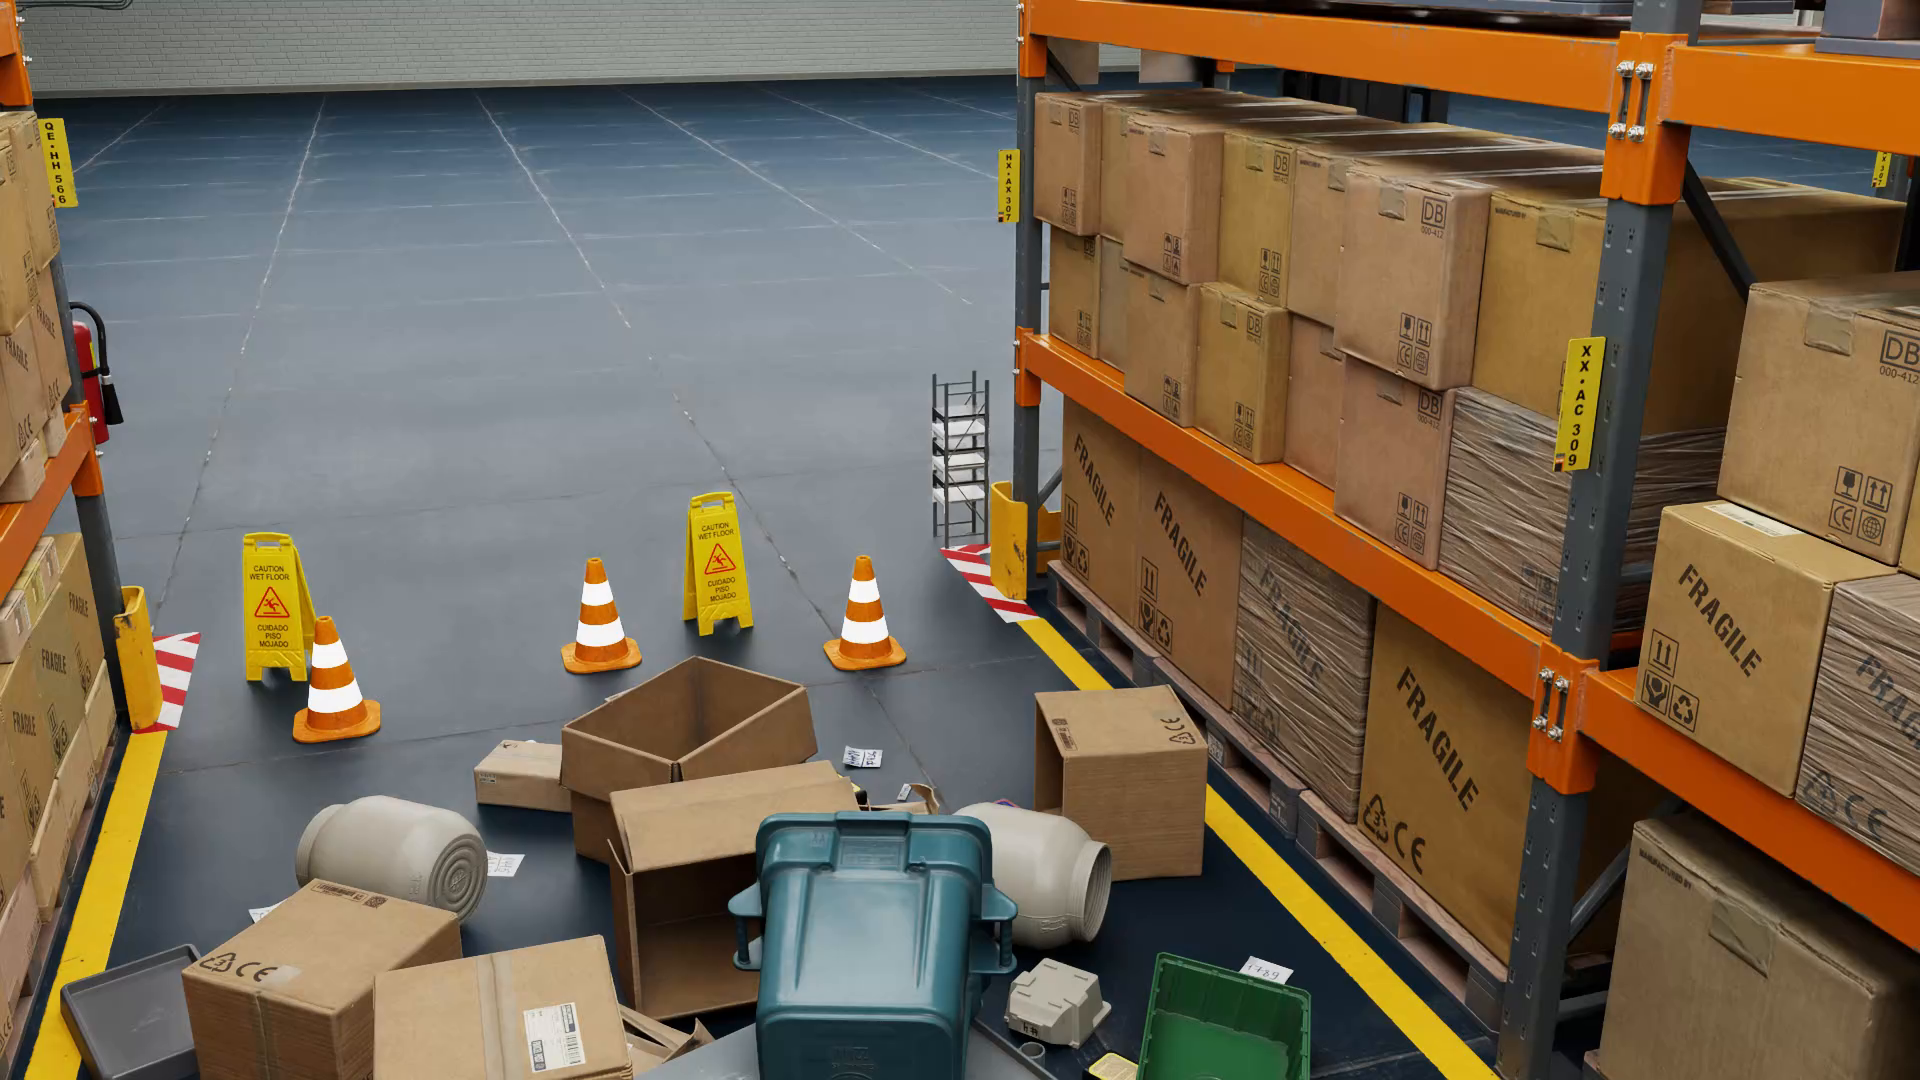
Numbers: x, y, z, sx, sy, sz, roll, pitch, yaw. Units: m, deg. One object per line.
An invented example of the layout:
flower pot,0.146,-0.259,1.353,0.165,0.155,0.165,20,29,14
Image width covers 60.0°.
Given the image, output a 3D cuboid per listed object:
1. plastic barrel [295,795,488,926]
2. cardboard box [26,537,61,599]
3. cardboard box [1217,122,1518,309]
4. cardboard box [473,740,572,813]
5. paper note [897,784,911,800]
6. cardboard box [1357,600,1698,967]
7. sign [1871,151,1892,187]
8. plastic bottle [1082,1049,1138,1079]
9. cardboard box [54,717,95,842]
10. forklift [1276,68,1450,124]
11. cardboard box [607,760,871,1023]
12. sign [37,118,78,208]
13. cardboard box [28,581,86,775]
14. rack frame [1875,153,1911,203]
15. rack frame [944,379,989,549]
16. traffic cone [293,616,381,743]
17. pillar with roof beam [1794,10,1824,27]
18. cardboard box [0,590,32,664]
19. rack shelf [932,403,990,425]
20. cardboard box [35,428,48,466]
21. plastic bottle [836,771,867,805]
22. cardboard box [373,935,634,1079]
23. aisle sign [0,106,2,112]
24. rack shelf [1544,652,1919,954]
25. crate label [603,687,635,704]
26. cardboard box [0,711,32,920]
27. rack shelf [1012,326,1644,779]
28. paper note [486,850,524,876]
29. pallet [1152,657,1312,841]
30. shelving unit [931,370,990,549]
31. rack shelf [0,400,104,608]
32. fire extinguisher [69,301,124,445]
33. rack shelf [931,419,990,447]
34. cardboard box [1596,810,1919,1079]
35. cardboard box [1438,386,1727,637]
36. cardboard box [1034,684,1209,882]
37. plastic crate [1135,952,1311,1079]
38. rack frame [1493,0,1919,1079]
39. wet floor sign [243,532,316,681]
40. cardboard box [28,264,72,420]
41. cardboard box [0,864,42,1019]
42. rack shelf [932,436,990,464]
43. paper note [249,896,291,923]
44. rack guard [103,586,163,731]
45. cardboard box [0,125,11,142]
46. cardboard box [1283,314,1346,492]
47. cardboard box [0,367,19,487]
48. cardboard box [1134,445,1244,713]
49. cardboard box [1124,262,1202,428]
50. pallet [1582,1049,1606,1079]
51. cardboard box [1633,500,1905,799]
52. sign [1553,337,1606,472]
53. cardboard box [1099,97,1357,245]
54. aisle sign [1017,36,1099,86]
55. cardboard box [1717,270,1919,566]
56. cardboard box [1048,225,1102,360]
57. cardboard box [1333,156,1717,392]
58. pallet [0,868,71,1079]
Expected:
plastic barrel,-1.830,1.051,5.363,0.512,0.421,0.421,8,21,20
cardboard box,-3.238,0.115,5.536,0.380,0.149,0.250,-6,21,-16
cardboard box,1.429,-1.160,5.890,0.875,0.550,0.500,-6,21,-17
cardboard box,-1.587,0.884,6.235,0.380,0.149,0.250,4,20,11
paper note,-0.208,0.948,6.261,0.032,0.001,0.123,4,20,11
cardboard box,1.877,0.655,5.177,0.875,0.875,0.875,-6,21,-16
sign,4.976,-2.066,8.950,0.100,0.325,0.005,-6,21,-17
plastic bottle,0.489,1.517,4.603,0.283,0.061,0.133,17,26,39
cardboard box,-3.251,0.831,5.612,0.500,0.250,0.500,-6,21,-17
forklift,2.546,-1.693,9.295,3.031,2.935,1.130,-5,20,-15
cardboard box,-0.659,1.042,5.071,0.797,0.637,0.503,-6,21,-17
sign,-3.383,-1.409,6.223,0.100,0.325,0.005,-6,21,-17
cardboard box,-3.250,0.477,5.489,0.500,0.500,0.500,-6,21,-15
rack frame,5.492,-1.716,9.257,1.000,3.000,0.127,-6,21,-17
rack frame,0.034,-0.388,8.666,0.240,0.900,0.006,-6,21,-17
traffic cone,-2.556,0.532,6.752,0.336,0.463,0.334,-6,21,-17
pillar with roof beam,10.895,-11.305,27.077,9.100,9.000,0.400,-6,21,-17
cardboard box,-3.081,0.281,5.075,0.380,0.149,0.250,-5,20,-15
rack shelf,0.002,-0.644,8.677,0.258,0.077,0.200,-6,21,-17
cardboard box,-3.350,-0.294,5.668,0.380,0.149,0.250,-7,21,-18
plastic bottle,-0.440,0.948,6.187,0.133,0.061,0.283,-15,25,-36
cardboard box,-0.979,1.242,3.600,0.500,0.500,0.500,-6,21,-17
aisle sign,-3.660,-1.937,6.027,0.394,0.787,0.004,-6,21,-17
rack shelf,2.637,1.042,2.641,1.077,0.370,4.000,-6,21,-17
crate label,-1.304,0.704,6.755,0.298,0.136,0.250,17,26,39
cardboard box,-2.929,0.809,4.564,0.500,0.500,0.500,-5,20,-14
rack shelf,1.380,-0.241,6.215,1.077,0.370,4.000,-6,21,-17
paper note,-1.605,1.120,5.770,0.148,0.019,0.142,1,20,2
pallet,1.457,0.730,6.572,1.003,0.211,1.213,-6,21,-17
shelving unit,0.002,-0.421,8.757,0.258,0.900,0.210,-6,21,-17
rack shelf,-3.288,0.317,4.660,1.077,0.370,4.000,-6,21,-17
fire extinguisher,-3.515,-0.712,6.577,0.296,0.674,0.183,-6,21,-17
rack shelf,0.002,-0.559,8.708,0.258,0.077,0.200,-6,21,-17
cardboard box,2.289,1.113,4.088,1.050,0.750,0.750,-6,21,-17
cardboard box,1.881,-0.126,4.607,0.875,0.550,0.550,-6,21,-17
cardboard box,0.546,0.848,5.812,0.500,0.500,0.500,-3,20,-8
plastic crate,0.710,1.442,4.540,0.450,0.188,0.662,13,22,7
rack frame,2.008,0.062,4.306,1.000,3.000,0.127,-6,21,-17
wet floor sign,-2.960,0.270,7.210,0.267,0.644,0.232,1,20,2
cardboard box,-3.484,-0.705,5.855,0.500,0.500,0.500,-7,21,-18
cardboard box,-2.936,1.159,4.699,0.500,0.250,0.500,-7,21,-18
rack shelf,0.002,-0.474,8.738,0.258,0.077,0.200,-6,21,-17
paper note,-2.239,1.227,5.456,0.142,0.019,0.148,-15,25,-36
rack guard,-3.892,0.538,6.680,1.175,0.500,0.348,-6,21,-17
cardboard box,-3.396,-1.017,5.243,0.700,0.500,0.500,-6,21,-17
cardboard box,1.629,-0.486,5.609,0.875,0.550,0.550,-6,21,-17
cardboard box,-3.177,-0.383,4.958,0.500,0.500,0.500,-6,21,-17
cardboard box,1.306,0.073,6.796,0.875,0.875,0.875,-7,21,-18
cardboard box,1.161,-0.811,6.514,0.875,0.550,0.550,-6,21,-17
pallet,2.322,1.614,4.111,1.003,0.211,1.213,-6,21,-17
cardboard box,1.918,0.212,3.740,0.500,0.500,0.500,-6,21,-17
sign,1.482,-0.323,3.981,0.100,0.325,0.005,-6,21,-17
cardboard box,1.091,-1.510,6.865,0.875,0.550,0.550,-6,21,-17
aisle sign,0.444,-2.436,7.415,0.394,0.787,0.004,-6,21,-17
cardboard box,2.170,-0.297,3.679,0.700,0.500,0.500,-7,21,-18
cardboard box,0.911,-1.178,7.537,0.875,0.550,0.550,-6,21,-17
cardboard box,1.642,-0.803,4.895,0.875,0.550,0.550,-6,21,-17
pallet,-3.291,1.329,4.905,1.003,0.211,1.213,-6,21,-17
